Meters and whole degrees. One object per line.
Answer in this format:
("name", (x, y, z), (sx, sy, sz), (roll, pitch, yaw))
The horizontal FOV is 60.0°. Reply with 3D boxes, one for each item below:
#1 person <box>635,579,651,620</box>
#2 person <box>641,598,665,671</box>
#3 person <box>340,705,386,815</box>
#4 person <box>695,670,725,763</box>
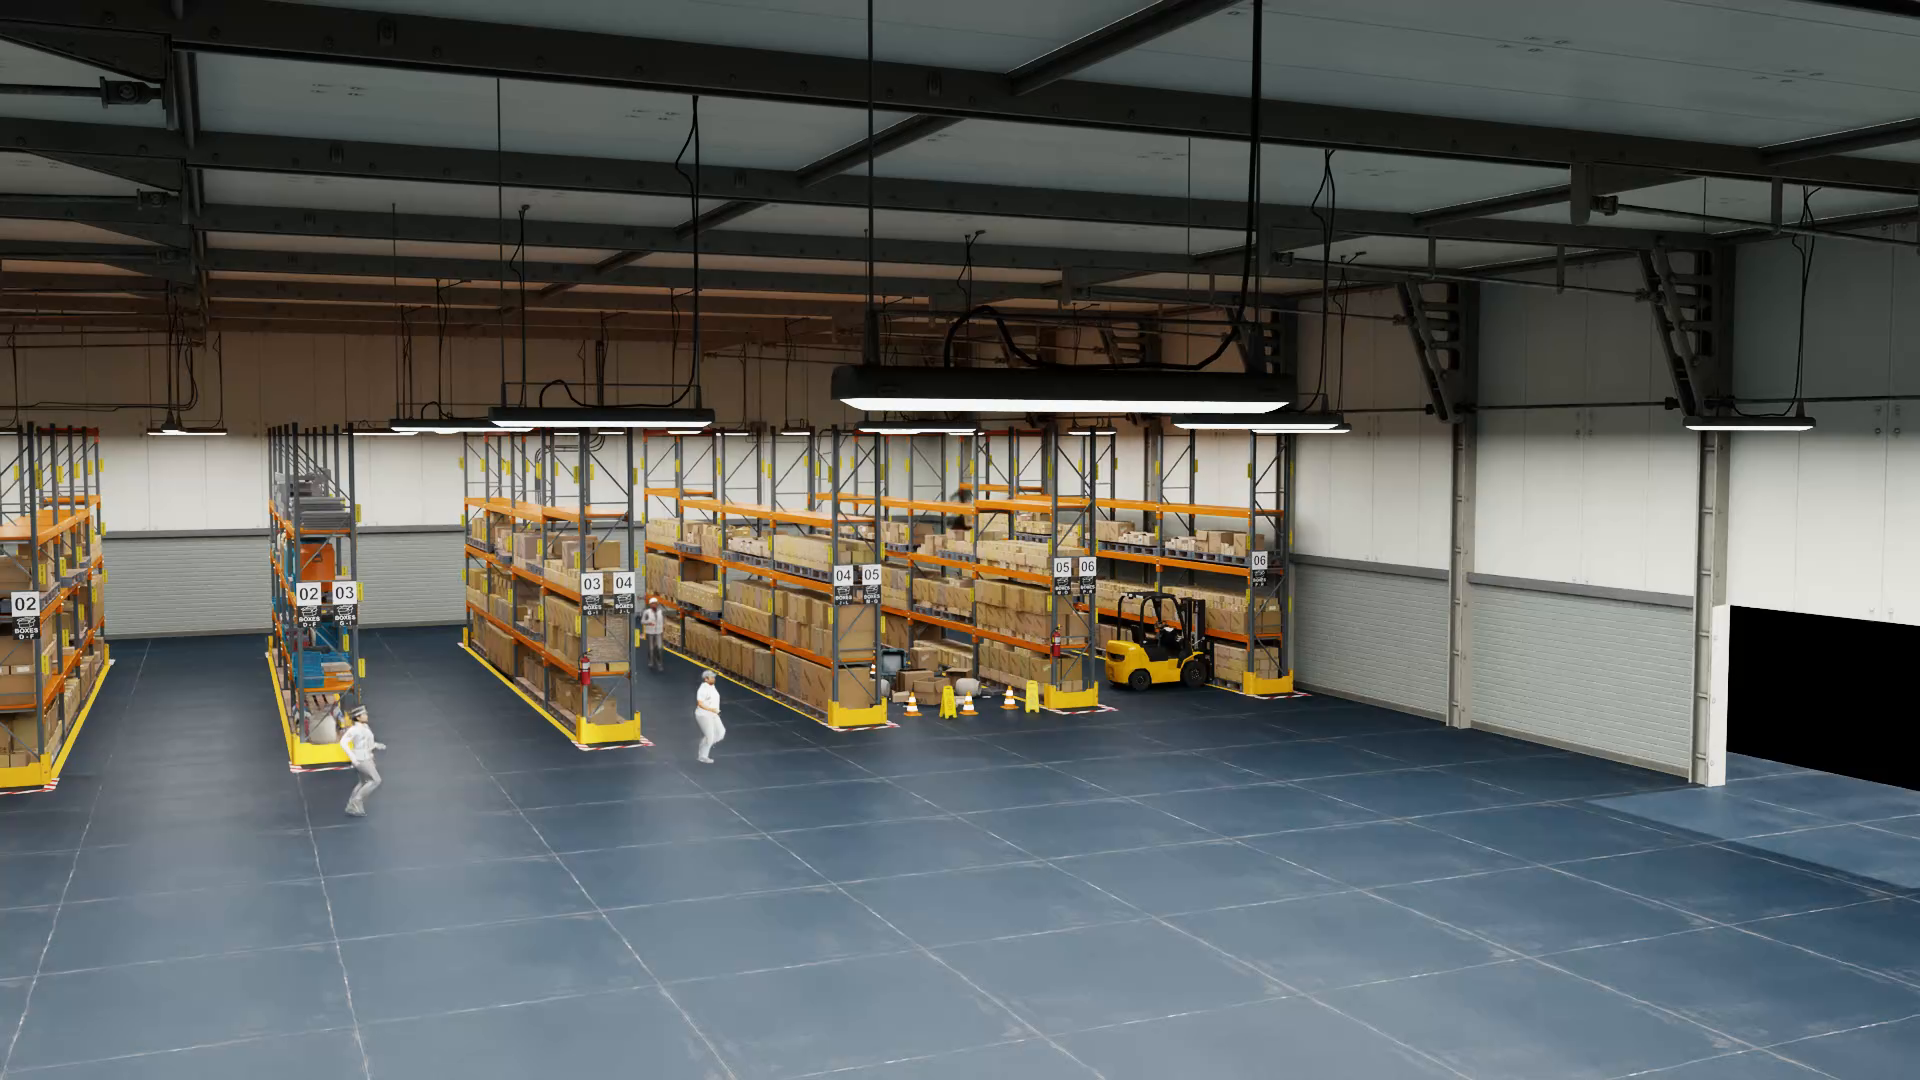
("person", (-9.112, 1.939, 48.703), (0.748, 1.648, 0.604), (-1, 4, -23))
("person", (-7.585, 2.337, 41.165), (0.643, 1.836, 0.777), (-1, 4, -21))
("person", (-9.032, 3.334, 25.218), (0.624, 1.660, 0.593), (0, 3, -4))
("person", (-4.410, 3.113, 29.380), (0.495, 1.633, 0.622), (1, 4, 17))
